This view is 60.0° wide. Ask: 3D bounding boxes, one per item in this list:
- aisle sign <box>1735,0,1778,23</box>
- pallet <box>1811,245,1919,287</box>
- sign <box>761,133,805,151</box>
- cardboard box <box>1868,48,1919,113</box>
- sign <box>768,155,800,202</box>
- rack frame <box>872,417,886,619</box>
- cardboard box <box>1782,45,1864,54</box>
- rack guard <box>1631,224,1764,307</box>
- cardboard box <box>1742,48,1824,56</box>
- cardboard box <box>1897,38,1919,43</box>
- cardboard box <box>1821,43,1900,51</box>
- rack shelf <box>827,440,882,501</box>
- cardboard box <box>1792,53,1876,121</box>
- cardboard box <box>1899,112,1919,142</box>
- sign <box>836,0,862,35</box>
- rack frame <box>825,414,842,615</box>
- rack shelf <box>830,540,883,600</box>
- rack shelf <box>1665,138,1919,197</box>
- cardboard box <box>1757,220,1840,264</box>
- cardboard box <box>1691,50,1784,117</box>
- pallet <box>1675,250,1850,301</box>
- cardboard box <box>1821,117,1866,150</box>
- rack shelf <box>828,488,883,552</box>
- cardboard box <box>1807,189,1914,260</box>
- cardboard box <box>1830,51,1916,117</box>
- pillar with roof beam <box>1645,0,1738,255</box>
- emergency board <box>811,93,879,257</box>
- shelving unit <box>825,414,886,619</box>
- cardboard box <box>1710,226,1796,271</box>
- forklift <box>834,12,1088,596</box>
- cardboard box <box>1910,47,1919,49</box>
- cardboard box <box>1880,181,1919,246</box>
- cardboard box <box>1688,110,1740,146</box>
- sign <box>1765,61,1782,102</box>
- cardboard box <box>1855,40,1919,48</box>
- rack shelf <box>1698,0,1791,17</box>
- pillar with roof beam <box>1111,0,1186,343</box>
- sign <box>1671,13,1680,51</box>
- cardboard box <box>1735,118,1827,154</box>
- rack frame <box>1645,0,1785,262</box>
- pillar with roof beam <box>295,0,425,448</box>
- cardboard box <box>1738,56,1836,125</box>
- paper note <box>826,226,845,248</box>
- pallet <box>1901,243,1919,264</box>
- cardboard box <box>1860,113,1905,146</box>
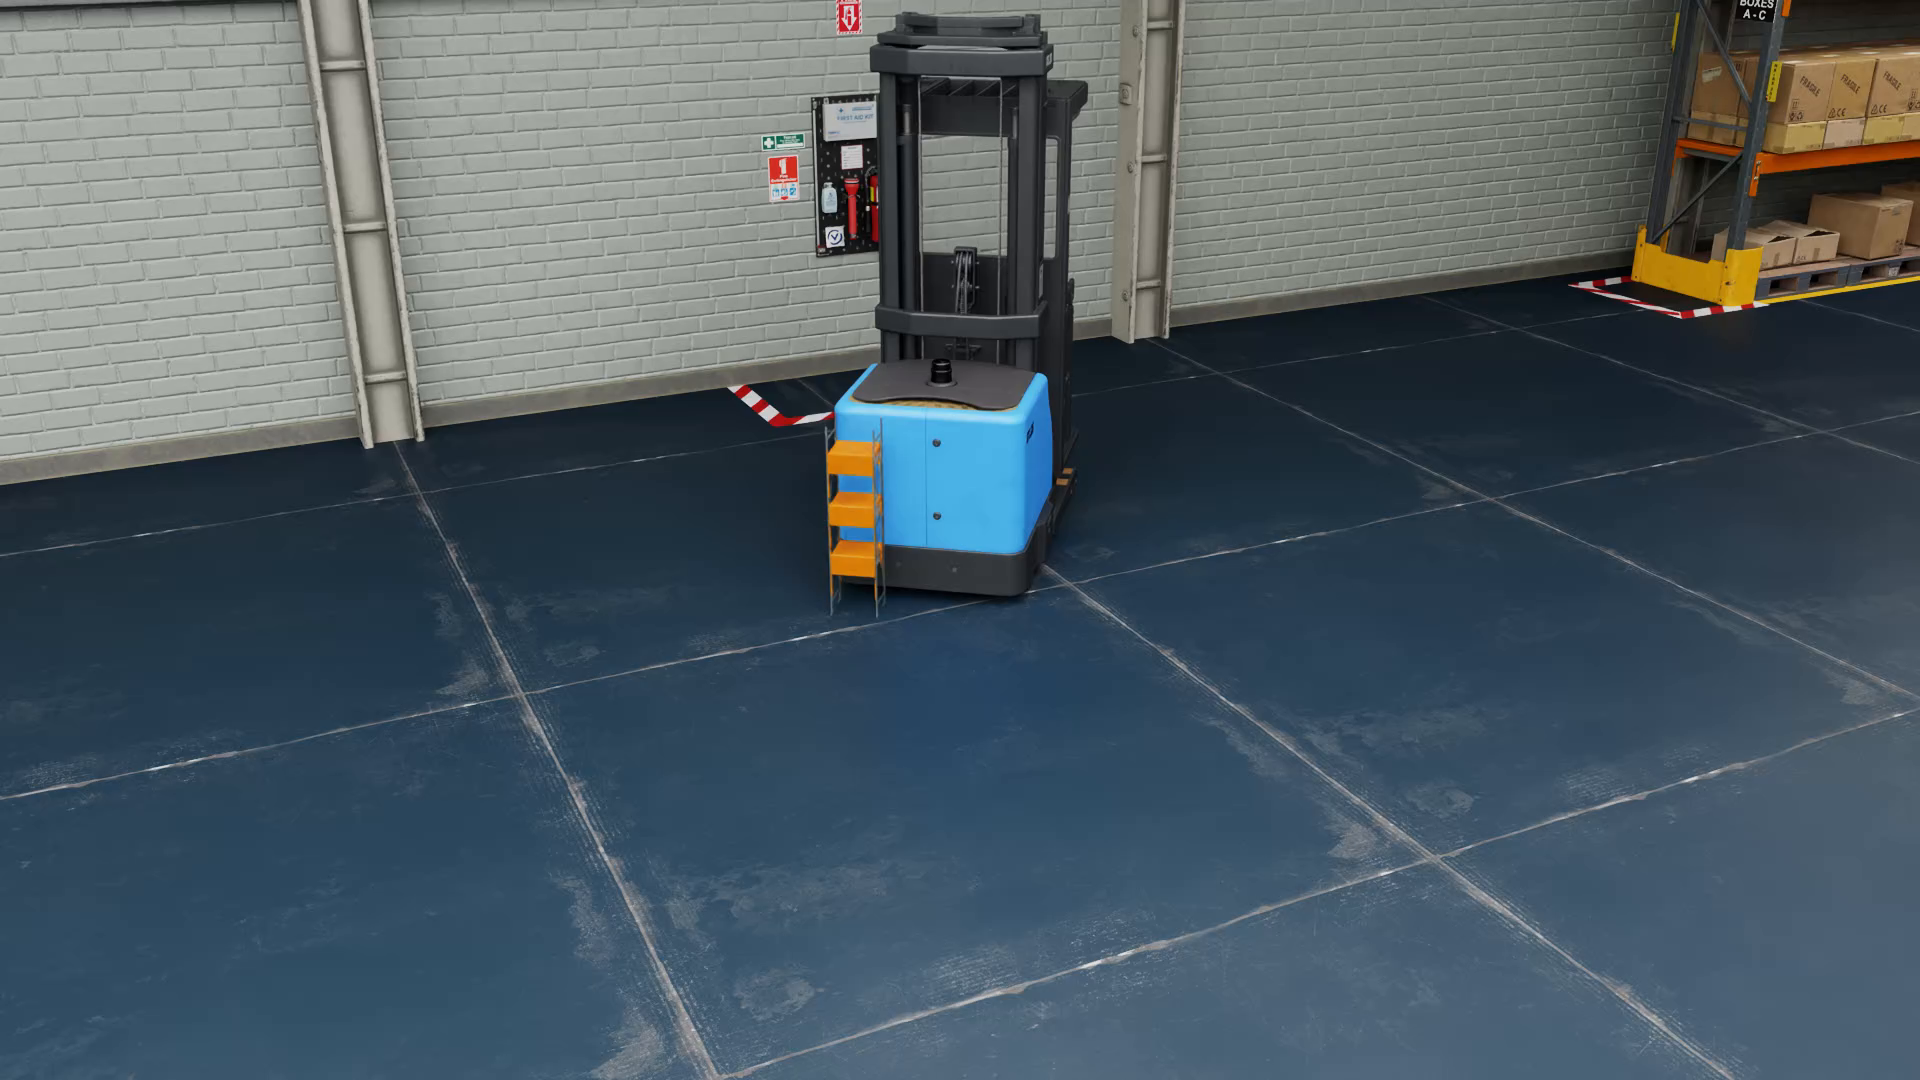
[{"bbox_3d":[6.711,-4.752,13.908,0.004,0.787,0.394,-10,25,-24],"label":"aisle sign"},{"bbox_3d":[8.560,-2.713,16.029,1.213,0.211,1.003,-10,25,-24],"label":"pallet"},{"bbox_3d":[-1.283,-2.891,12.072,0.331,0.109,0.001,-10,25,-24],"label":"sign"},{"bbox_3d":[8.585,-4.180,15.115,0.500,0.500,0.500,-10,24,-22],"label":"cardboard box"},{"bbox_3d":[-1.291,-2.648,12.179,0.234,0.329,0.001,-10,25,-24],"label":"sign"},{"bbox_3d":[-0.419,-0.108,8.634,0.008,1.050,0.200,4,24,9],"label":"rack frame"},{"bbox_3d":[7.901,-4.271,15.336,0.500,0.500,0.500,-11,25,-25],"label":"cardboard box"},{"bbox_3d":[6.715,-2.524,15.193,0.348,0.500,1.175,-10,25,-24],"label":"rack guard"},{"bbox_3d":[7.437,-4.184,15.125,0.500,0.500,0.500,-10,25,-23],"label":"cardboard box"},{"bbox_3d":[9.269,-4.525,15.950,0.500,0.500,0.500,-11,25,-24],"label":"cardboard box"},{"bbox_3d":[8.354,-4.355,15.537,0.500,0.500,0.500,-10,25,-23],"label":"cardboard box"},{"bbox_3d":[-0.539,-0.368,8.546,0.240,0.259,0.215,4,24,9],"label":"rack shelf"},{"bbox_3d":[7.656,-4.006,14.696,0.500,0.500,0.500,-10,25,-23],"label":"cardboard box"},{"bbox_3d":[8.603,-3.834,15.260,0.500,0.250,0.500,-10,25,-23],"label":"cardboard box"},{"bbox_3d":[-0.798,-3.792,11.958,0.199,0.298,0.001,-10,25,-24],"label":"sign"},{"bbox_3d":[-0.660,-0.125,8.673,0.008,1.050,0.200,4,24,9],"label":"rack frame"},{"bbox_3d":[-0.540,0.148,8.768,0.240,0.259,0.215,4,24,9],"label":"rack shelf"},{"bbox_3d":[8.448,-3.665,15.623,4.000,0.370,1.077,-10,25,-24],"label":"rack shelf"},{"bbox_3d":[7.822,-2.805,15.545,0.500,0.311,0.500,-8,24,-19],"label":"cardboard box"},{"bbox_3d":[6.979,-4.104,14.931,0.500,0.500,0.500,-11,25,-24],"label":"cardboard box"},{"bbox_3d":[7.462,-2.513,15.544,1.213,0.211,1.003,-10,25,-24],"label":"pallet"},{"bbox_3d":[7.685,-3.668,14.860,0.500,0.250,0.500,-11,25,-25],"label":"cardboard box"},{"bbox_3d":[-0.539,-0.107,8.658,0.240,0.259,0.215,4,24,9],"label":"rack shelf"},{"bbox_3d":[8.505,-2.997,15.761,0.500,0.500,0.700,-12,25,-27],"label":"cardboard box"},{"bbox_3d":[8.125,-4.090,14.898,0.500,0.500,0.500,-11,25,-25],"label":"cardboard box"},{"bbox_3d":[8.769,-5.368,10.953,0.400,9.000,9.100,-10,25,-24],"label":"pillar with roof beam"},{"bbox_3d":[-0.748,-2.688,12.322,0.643,1.169,0.194,-10,25,-24],"label":"emergency board"},{"bbox_3d":[-0.539,-0.117,8.654,0.252,1.050,0.215,4,24,9],"label":"shelving unit"},{"bbox_3d":[7.309,-2.711,15.317,0.500,0.311,0.500,-14,26,-30],"label":"cardboard box"},{"bbox_3d":[0.127,-1.589,9.756,1.130,2.935,3.031,5,23,11],"label":"forklift"},{"bbox_3d":[9.053,-4.266,15.324,0.500,0.500,0.500,-11,25,-25],"label":"cardboard box"},{"bbox_3d":[9.333,-3.192,16.232,0.500,0.500,0.500,-12,26,-28],"label":"cardboard box"},{"bbox_3d":[6.983,-3.750,15.058,0.500,0.250,0.500,-10,25,-23],"label":"cardboard box"},{"bbox_3d":[6.882,-3.879,14.067,0.005,0.325,0.100,-10,25,-24],"label":"sign"},{"bbox_3d":[8.817,-4.445,15.755,0.500,0.500,0.500,-10,24,-22],"label":"cardboard box"},{"bbox_3d":[8.448,-5.051,15.049,4.000,0.370,1.077,-10,25,-24],"label":"rack shelf"},{"bbox_3d":[3.362,-4.373,8.549,0.400,9.000,9.100,-10,25,-24],"label":"pillar with roof beam"},{"bbox_3d":[6.423,-4.541,14.872,0.005,0.325,0.100,-10,25,-24],"label":"sign"},{"bbox_3d":[7.224,-3.577,14.640,0.500,0.250,0.500,-11,25,-25],"label":"cardboard box"},{"bbox_3d":[6.646,-3.666,14.684,0.127,3.000,1.000,-10,25,-24],"label":"rack frame"},{"bbox_3d":[-2.044,-3.378,6.145,0.400,9.000,9.100,-10,25,-24],"label":"pillar with roof beam"},{"bbox_3d":[7.207,-3.928,14.507,0.500,0.500,0.500,-10,25,-24],"label":"cardboard box"},{"bbox_3d":[-0.937,-2.275,12.477,0.142,0.148,0.016,-10,25,-24],"label":"paper note"},{"bbox_3d":[9.661,-2.917,16.522,1.213,0.211,1.003,-10,25,-24],"label":"pallet"},{"bbox_3d":[8.147,-3.751,15.059,0.500,0.250,0.500,-11,25,-24],"label":"cardboard box"}]
